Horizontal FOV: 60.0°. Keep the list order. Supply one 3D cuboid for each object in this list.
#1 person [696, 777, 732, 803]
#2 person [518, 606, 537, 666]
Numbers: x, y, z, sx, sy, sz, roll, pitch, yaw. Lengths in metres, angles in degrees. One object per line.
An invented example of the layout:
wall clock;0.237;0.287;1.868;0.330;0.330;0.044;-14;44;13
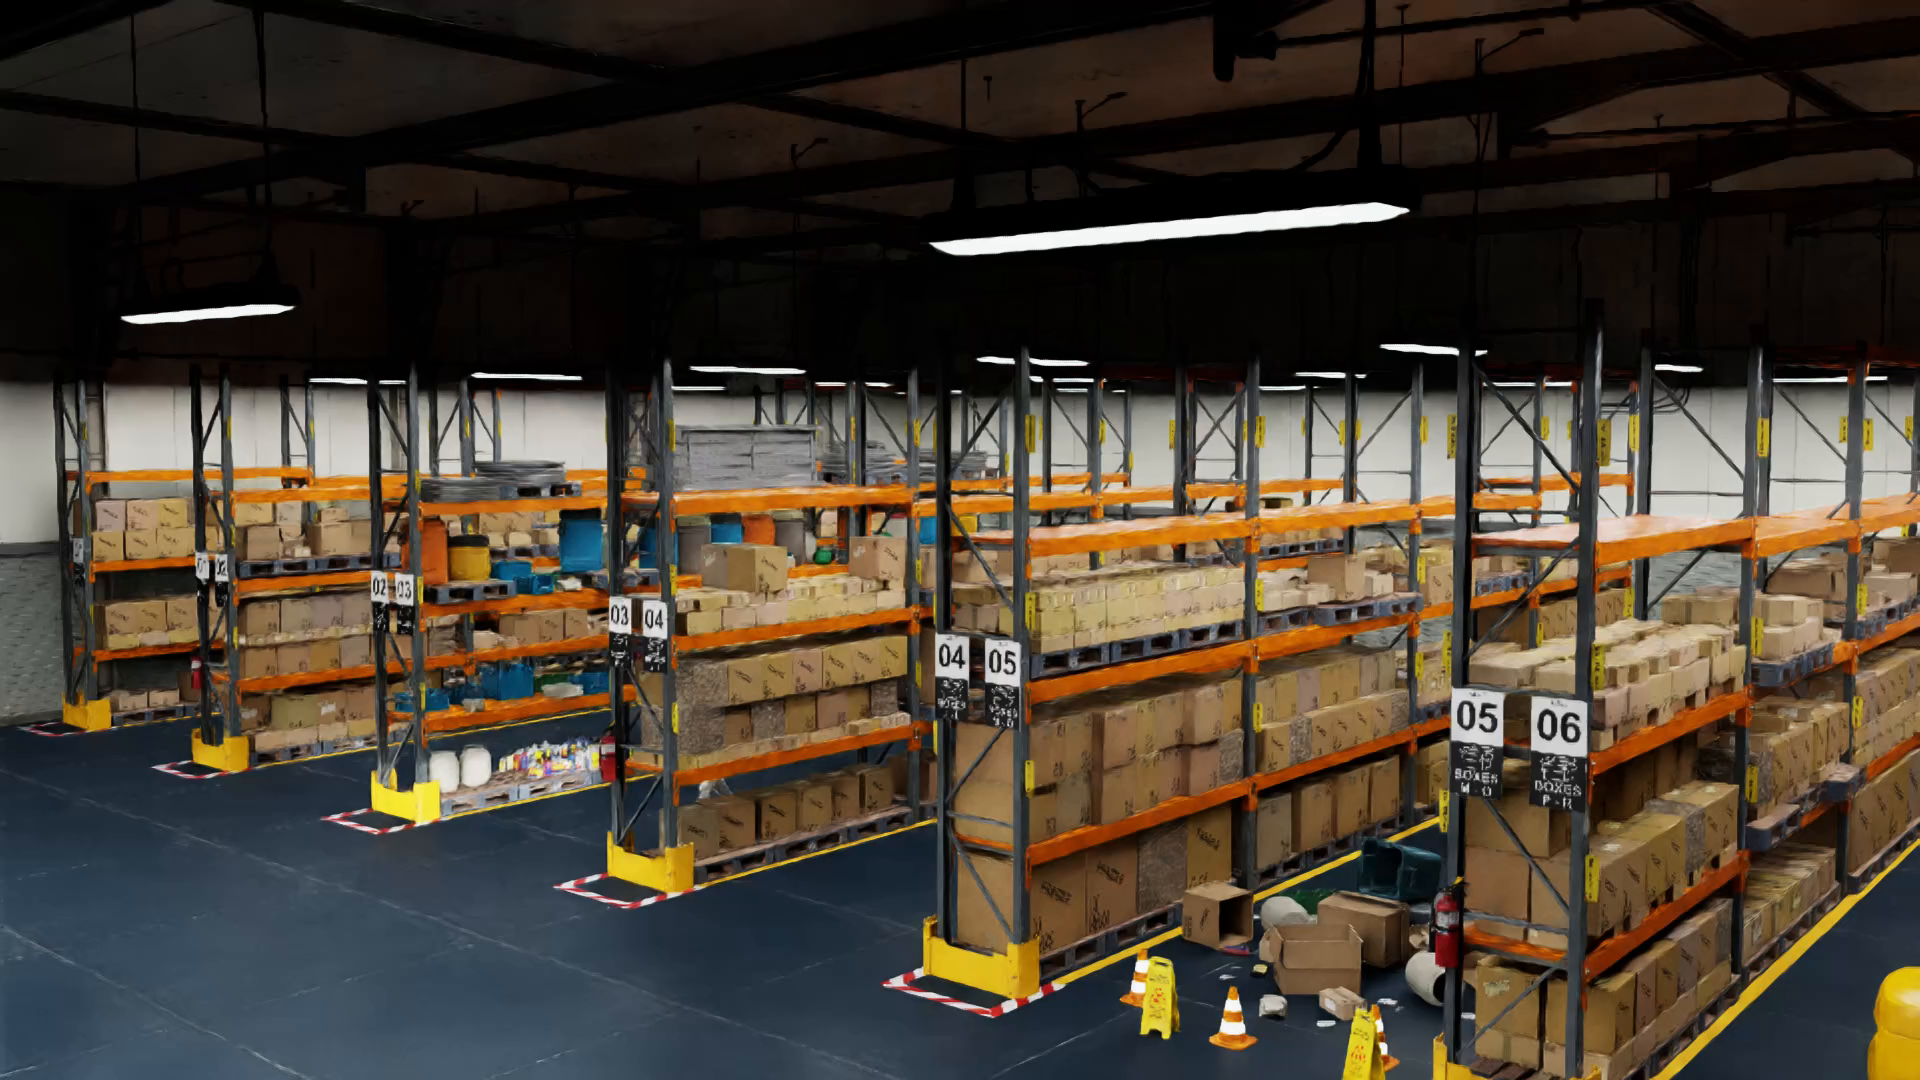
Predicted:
person;-3.211;2.772;21.014;0.553;1.693;1.117;4;6;43
person;-8.133;2.001;31.347;0.444;1.775;0.581;1;4;10
